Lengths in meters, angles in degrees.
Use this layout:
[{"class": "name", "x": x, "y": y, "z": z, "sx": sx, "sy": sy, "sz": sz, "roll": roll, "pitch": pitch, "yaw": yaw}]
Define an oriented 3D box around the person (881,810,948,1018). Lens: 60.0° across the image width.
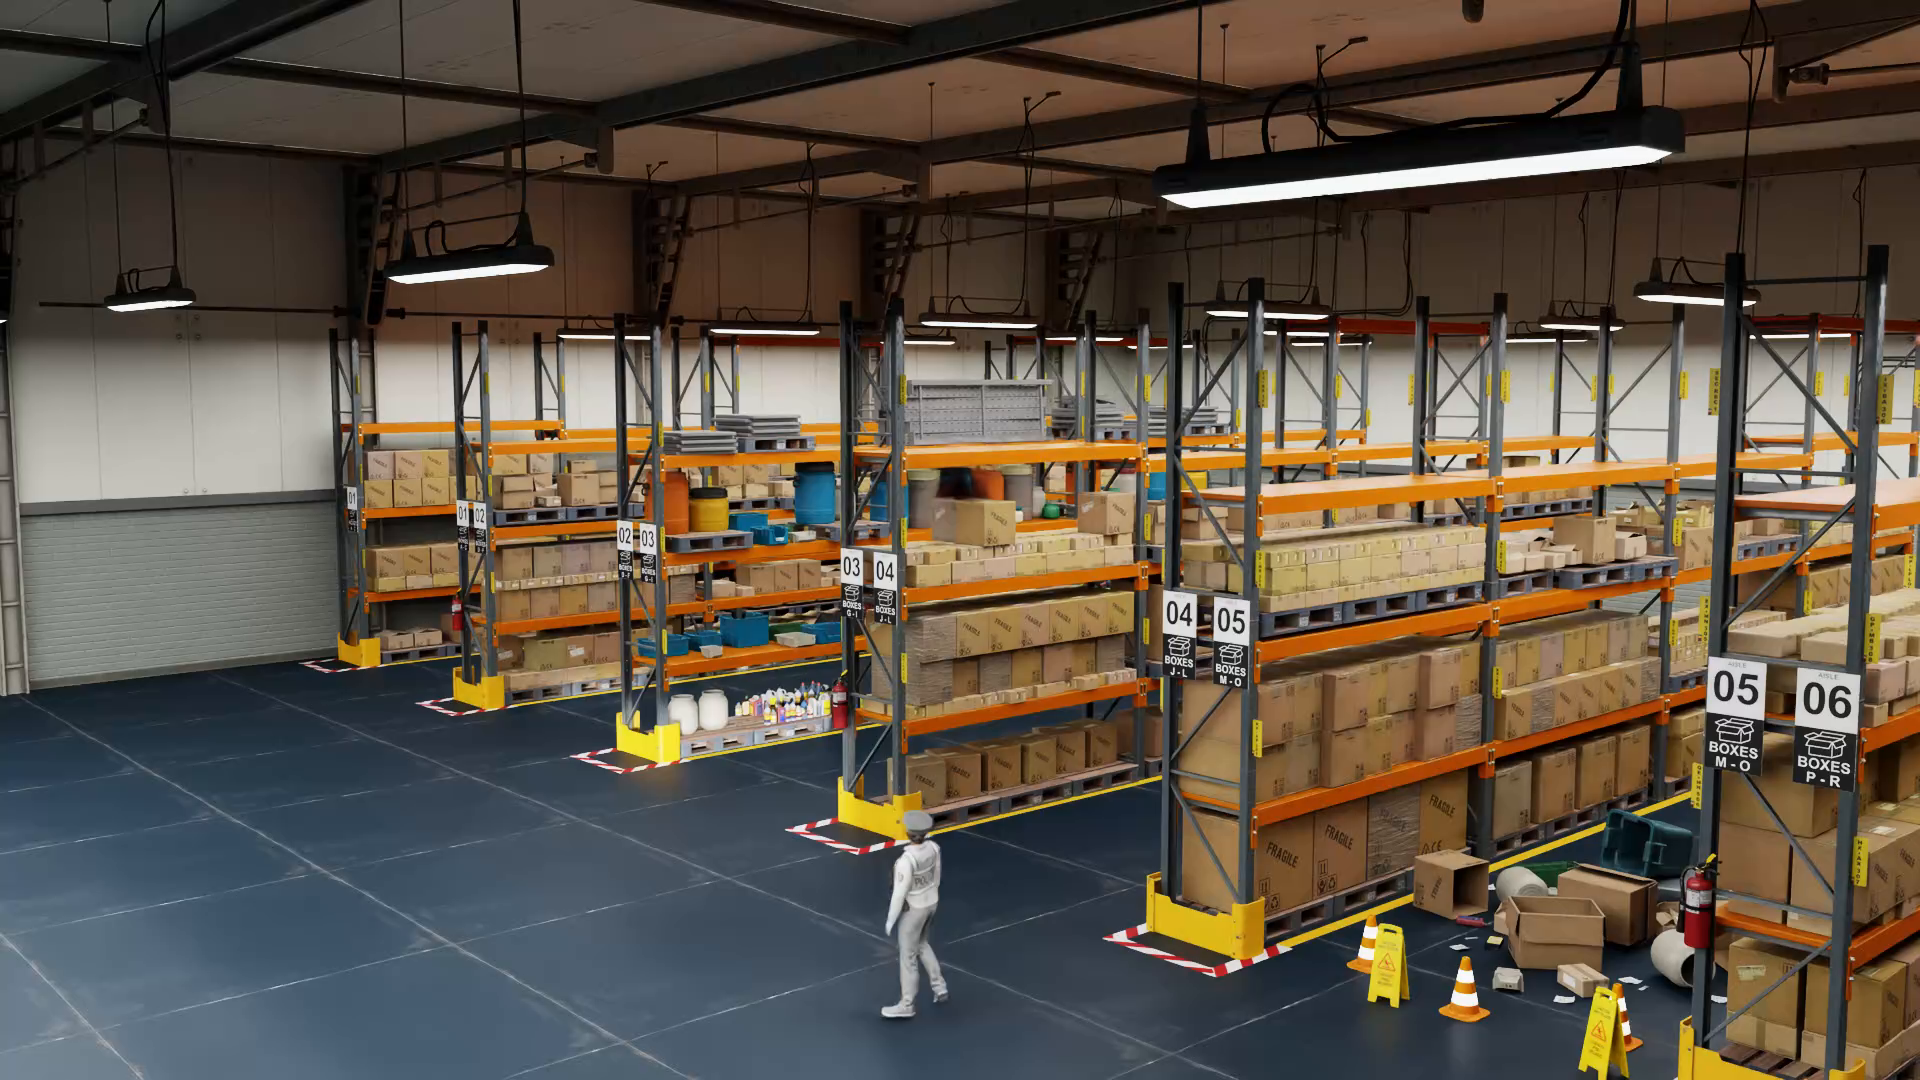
[{"class": "person", "x": -0.350, "y": 2.996, "z": 13.451, "sx": 0.448, "sy": 1.689, "sz": 0.576, "roll": 3, "pitch": 6, "yaw": 29}]
